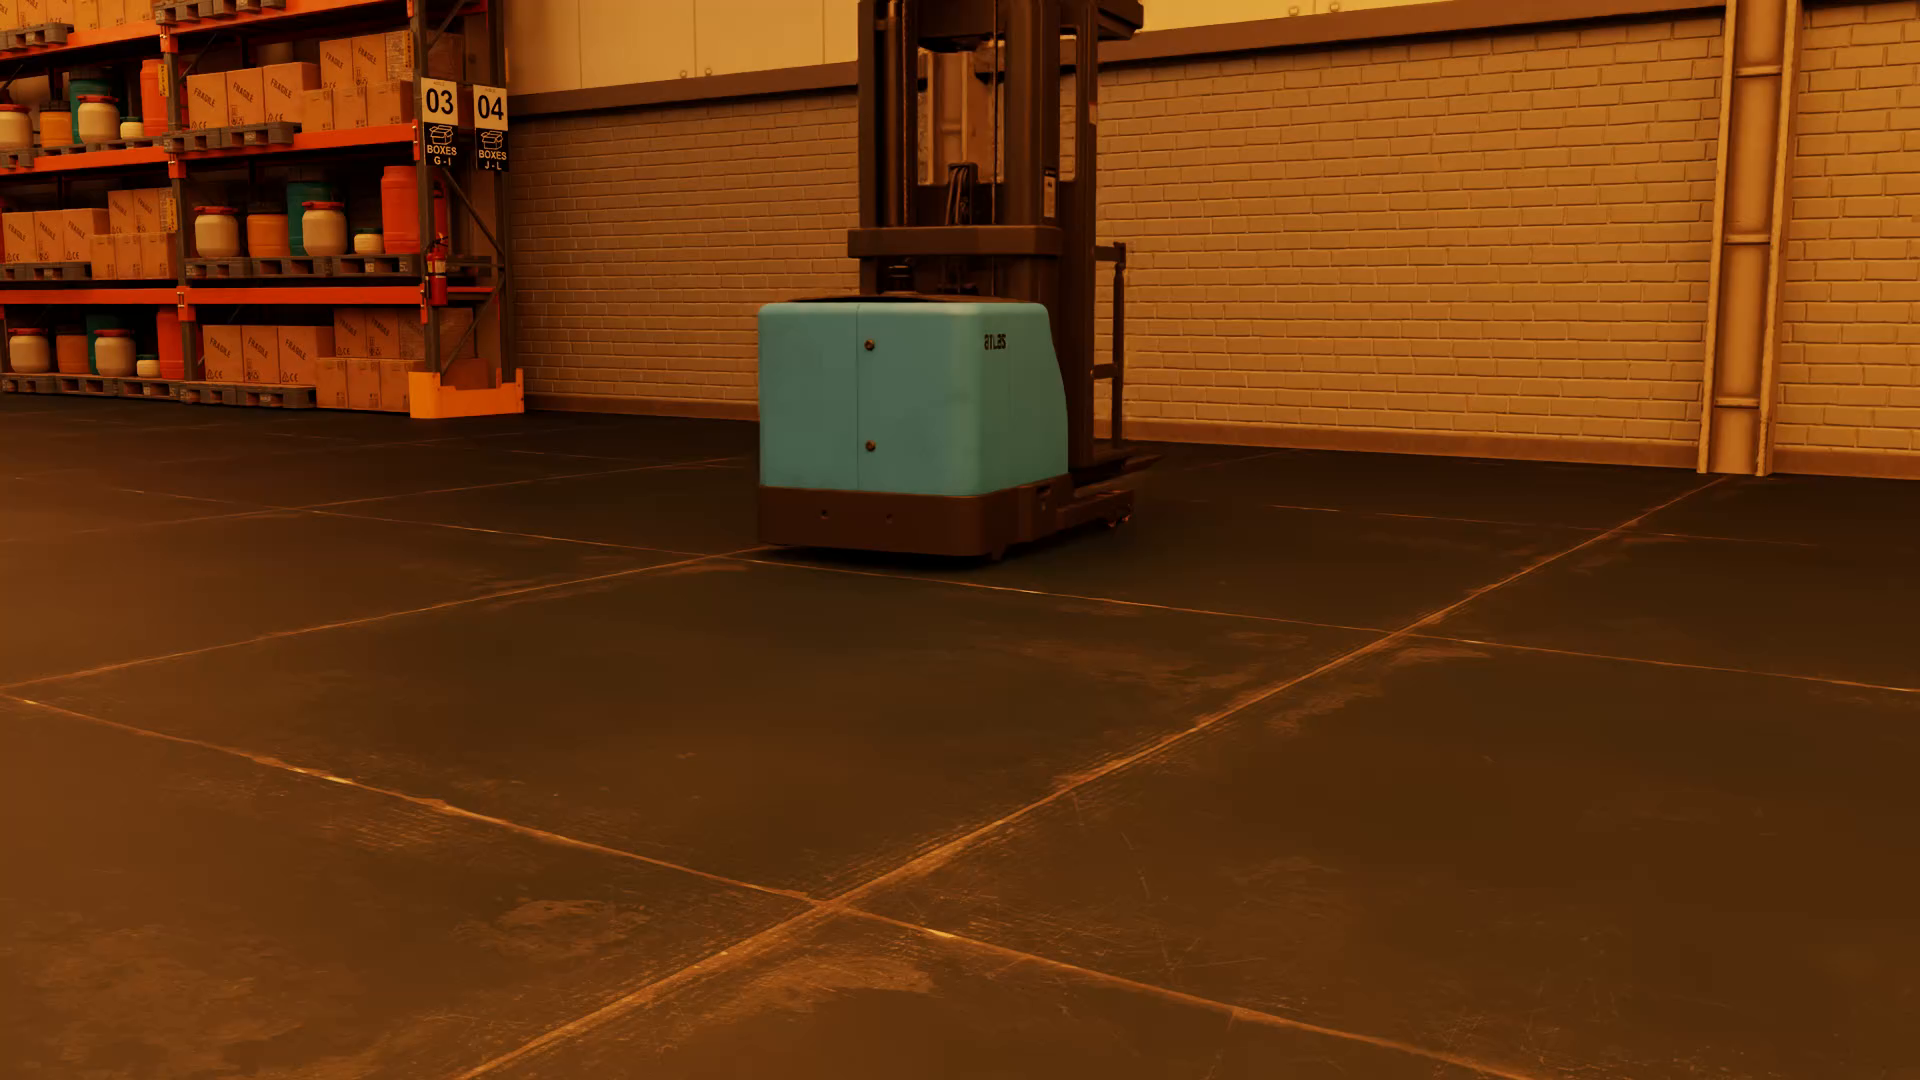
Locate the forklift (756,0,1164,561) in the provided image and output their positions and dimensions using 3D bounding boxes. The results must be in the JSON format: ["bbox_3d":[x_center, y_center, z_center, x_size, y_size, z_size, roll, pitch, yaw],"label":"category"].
[{"bbox_3d":[0.211,-1.533,7.975,1.130,2.935,3.031,4,9,24],"label":"forklift"}]
